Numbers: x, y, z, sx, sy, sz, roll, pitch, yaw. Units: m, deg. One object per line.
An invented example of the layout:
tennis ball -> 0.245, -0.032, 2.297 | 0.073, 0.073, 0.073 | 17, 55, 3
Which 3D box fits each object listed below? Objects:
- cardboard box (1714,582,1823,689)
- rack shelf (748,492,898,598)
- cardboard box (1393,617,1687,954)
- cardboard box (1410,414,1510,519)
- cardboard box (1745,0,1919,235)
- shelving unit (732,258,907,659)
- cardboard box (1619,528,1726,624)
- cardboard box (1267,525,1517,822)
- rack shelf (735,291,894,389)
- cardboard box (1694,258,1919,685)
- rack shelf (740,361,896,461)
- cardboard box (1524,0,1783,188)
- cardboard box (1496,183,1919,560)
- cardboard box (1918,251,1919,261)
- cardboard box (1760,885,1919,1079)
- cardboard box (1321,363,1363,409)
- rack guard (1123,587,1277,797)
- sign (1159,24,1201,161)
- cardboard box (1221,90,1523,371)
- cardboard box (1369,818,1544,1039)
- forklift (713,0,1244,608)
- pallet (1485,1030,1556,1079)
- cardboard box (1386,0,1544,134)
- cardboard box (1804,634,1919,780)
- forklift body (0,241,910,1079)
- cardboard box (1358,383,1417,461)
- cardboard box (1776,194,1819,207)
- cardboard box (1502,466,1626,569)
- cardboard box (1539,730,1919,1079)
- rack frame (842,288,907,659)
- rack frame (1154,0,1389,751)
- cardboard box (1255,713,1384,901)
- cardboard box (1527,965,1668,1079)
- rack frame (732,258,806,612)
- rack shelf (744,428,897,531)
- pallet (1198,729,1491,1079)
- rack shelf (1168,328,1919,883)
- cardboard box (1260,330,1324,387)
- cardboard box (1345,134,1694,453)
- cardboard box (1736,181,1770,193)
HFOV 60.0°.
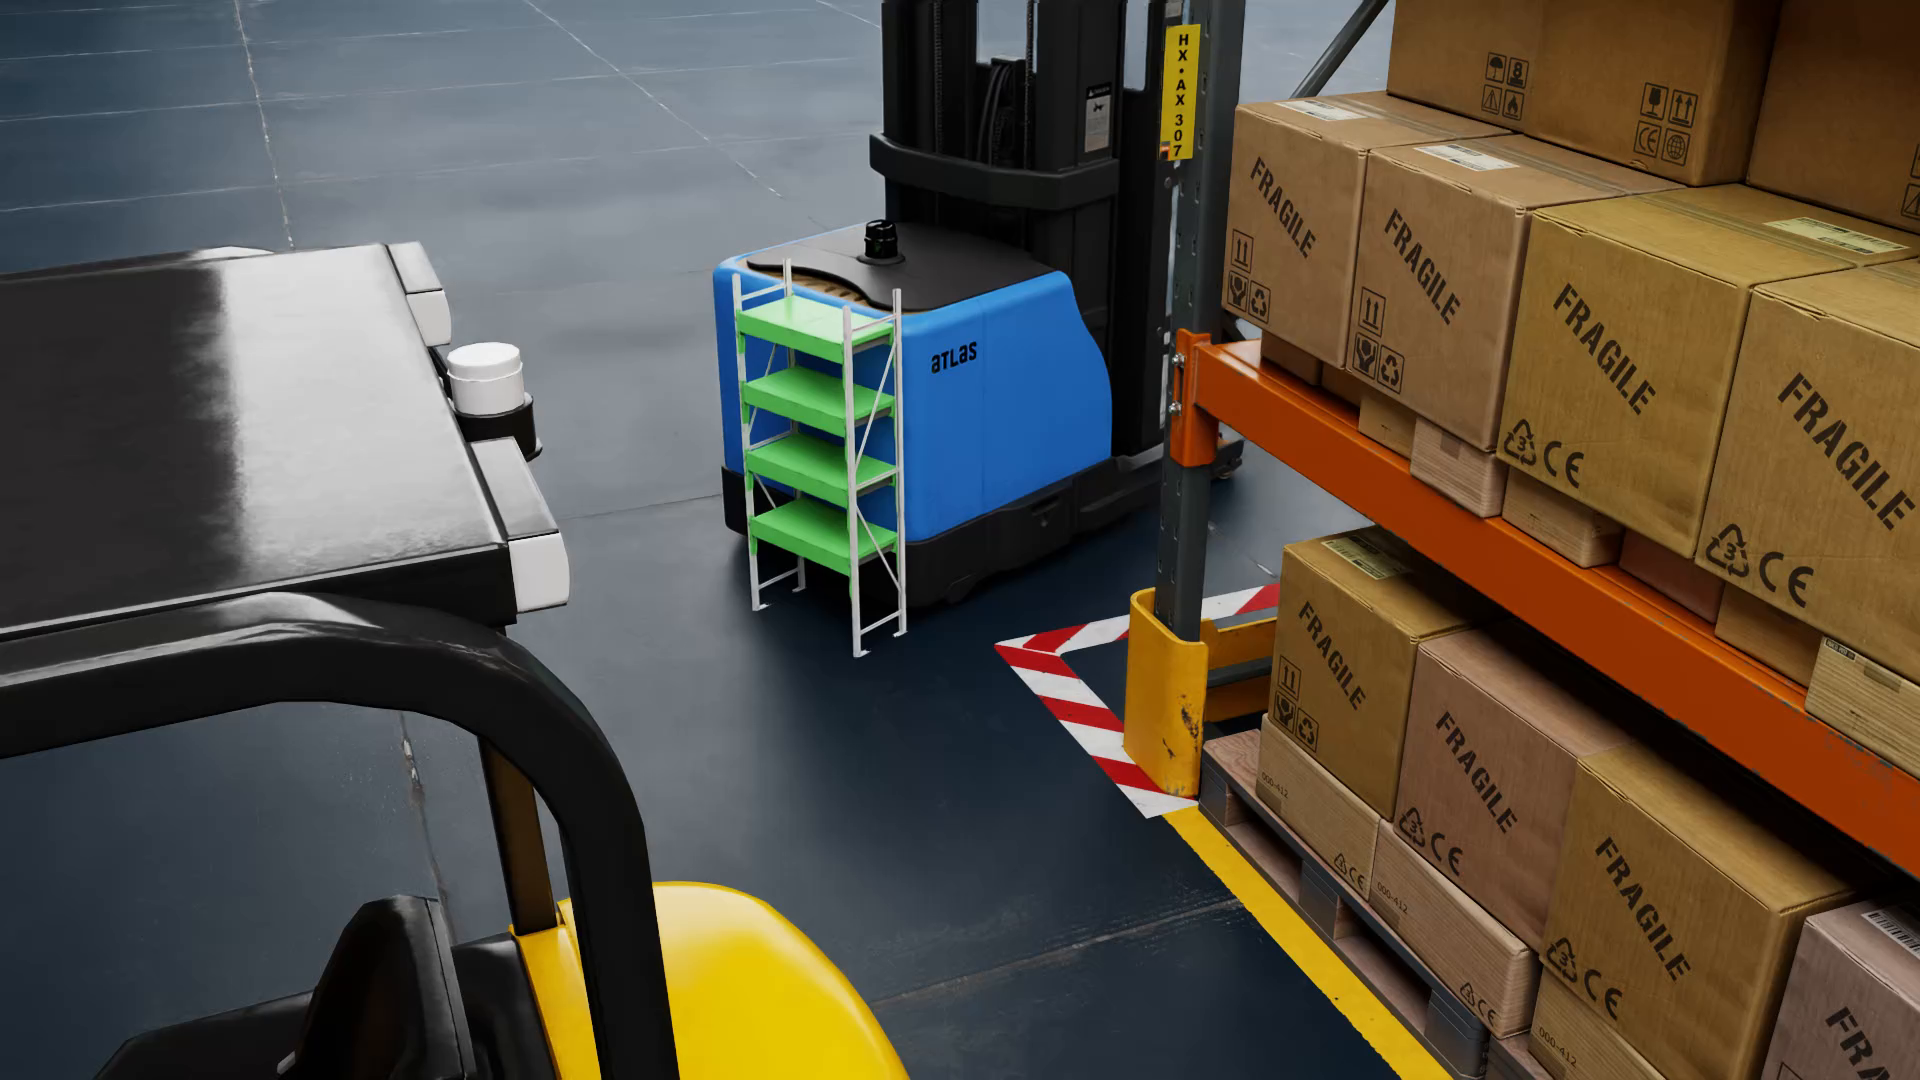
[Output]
cardboard box -> 1.551, 0.119, 2.875 | 0.380, 0.149, 0.250 | -11, 28, -22
rack shelf -> -0.448, 0.012, 5.551 | 0.480, 0.148, 0.258 | 21, 33, 36
cardboard box -> 1.324, 0.498, 3.611 | 0.500, 0.500, 0.500 | -12, 28, -23
cardboard box -> 1.184, -0.188, 3.503 | 0.380, 0.149, 0.250 | -10, 28, -20
cardboard box -> 1.930, -0.870, 3.020 | 0.700, 0.500, 0.500 | -11, 28, -21
shelving unit -> -0.448, -0.261, 5.418 | 0.503, 1.200, 0.258 | 21, 33, 36
cardboard box -> 1.475, 0.007, 3.103 | 0.380, 0.149, 0.250 | -10, 28, -19
cardboard box -> 1.115, 0.288, 4.042 | 0.500, 0.500, 0.500 | -12, 28, -22
rack shelf -> -0.448, -0.635, 5.235 | 0.480, 0.148, 0.258 | 21, 33, 36
cardboard box -> 1.587, -0.126, 2.637 | 0.500, 0.500, 0.500 | -11, 28, -22
rack shelf -> -0.448, -0.420, 5.341 | 0.480, 0.148, 0.258 | 21, 33, 36
cardboard box -> 1.636, -1.058, 3.406 | 0.700, 0.500, 0.500 | -10, 28, -20
cardboard box -> 1.380, -0.330, 3.054 | 0.500, 0.500, 0.500 | -11, 28, -22
cardboard box -> 1.998, -0.645, 2.559 | 0.700, 0.500, 0.500 | -11, 28, -21
cardboard box -> 1.730, 0.917, 2.754 | 0.500, 0.500, 0.500 | -9, 27, -18
cardboard box -> 1.098, -0.419, 3.977 | 0.380, 0.149, 0.250 | -10, 28, -20
rack guard -> 1.073, 0.349, 4.965 | 1.175, 0.500, 0.348 | -11, 28, -21
sign -> 0.544, -1.100, 4.098 | 0.100, 0.325, 0.005 | -11, 28, -21
cardboard box -> 0.974, -0.744, 3.902 | 0.500, 0.500, 0.500 | -11, 28, -21
cardboard box -> 1.298, 0.823, 3.801 | 0.500, 0.250, 0.500 | -10, 28, -19
forklift -> 0.504, -1.642, 6.273 | 1.130, 2.935, 3.031 | 23, 34, 39
pallet -> 1.833, 1.305, 3.337 | 1.003, 0.211, 1.213 | -11, 28, -21
cardboard box -> 1.444, -1.264, 3.827 | 0.700, 0.500, 0.500 | -11, 28, -22
cardboard box -> 1.596, 0.230, 2.646 | 0.380, 0.149, 0.250 | -10, 28, -20
forklift body -> -1.101, 0.883, 1.989 | 2.313, 2.155, 1.214 | -11, 28, -21
cardboard box -> 1.127, -0.298, 3.729 | 0.380, 0.149, 0.250 | -12, 28, -22
cardboard box -> 1.894, -0.406, 3.209 | 0.500, 0.500, 0.500 | -11, 28, -21
cardboard box -> 1.317, -0.089, 3.301 | 0.380, 0.149, 0.250 | -10, 28, -19
cardboard box -> 1.513, 0.702, 3.193 | 0.500, 0.500, 0.500 | -10, 28, -20
rack frame -> -0.265, -0.191, 5.273 | 0.015, 1.200, 0.240 | 21, 33, 36
rack frame -> 1.044, -0.805, 4.479 | 1.000, 3.000, 0.127 | -11, 28, -21
cardboard box -> 1.105, 0.616, 4.226 | 0.500, 0.250, 0.500 | -11, 28, -21
cardboard box -> 1.523, 1.041, 3.354 | 0.500, 0.250, 0.500 | -9, 27, -17
rack frame -> -0.632, -0.332, 5.562 | 0.015, 1.200, 0.240 | 21, 33, 36
rack shelf -> -0.448, -0.204, 5.446 | 0.480, 0.148, 0.258 | 21, 33, 36
pallet -> 1.359, 0.813, 4.344 | 1.003, 0.211, 1.213 | -11, 28, -21
rack shelf -> 1.827, 0.326, 2.983 | 1.077, 0.370, 4.000 | -11, 28, -21
cardboard box -> 0.986, -0.519, 4.180 | 0.380, 0.149, 0.250 | -10, 28, -20
cardboard box -> 1.180, -0.536, 3.475 | 0.500, 0.500, 0.500 | -10, 28, -19
cardboard box -> 1.701, -0.608, 3.624 | 0.500, 0.500, 0.500 | -11, 28, -20
